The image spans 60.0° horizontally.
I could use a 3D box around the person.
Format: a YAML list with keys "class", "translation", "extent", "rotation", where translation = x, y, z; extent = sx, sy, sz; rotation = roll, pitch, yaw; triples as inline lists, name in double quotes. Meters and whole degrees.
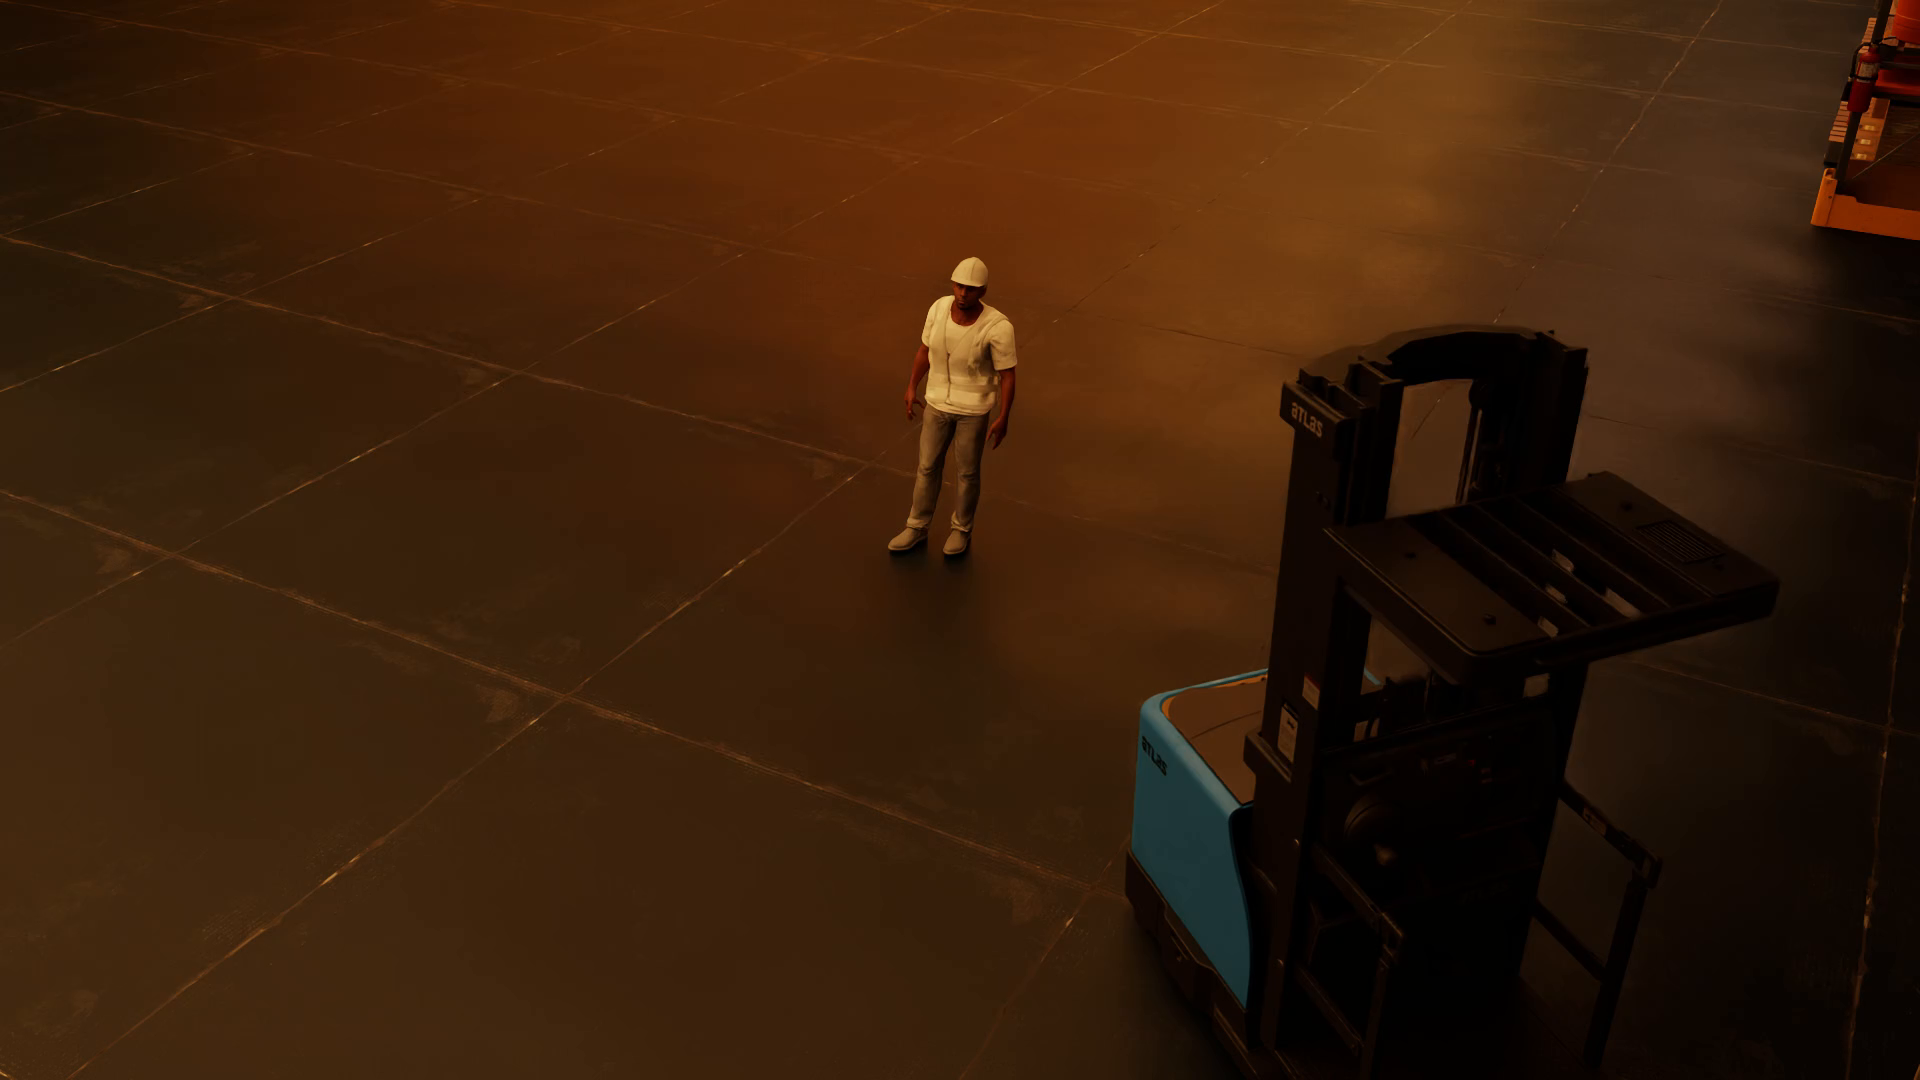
- class: "person"
  translation: [-0.039, -0.743, 9.508]
  extent: [0.642, 1.765, 0.577]
  rotation: [15, 33, 25]

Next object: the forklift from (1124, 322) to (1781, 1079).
- class: "forklift"
  translation: [1.723, 0.897, 5.517]
  extent: [1.130, 2.935, 3.031]
  rotation: [-11, 32, -18]
